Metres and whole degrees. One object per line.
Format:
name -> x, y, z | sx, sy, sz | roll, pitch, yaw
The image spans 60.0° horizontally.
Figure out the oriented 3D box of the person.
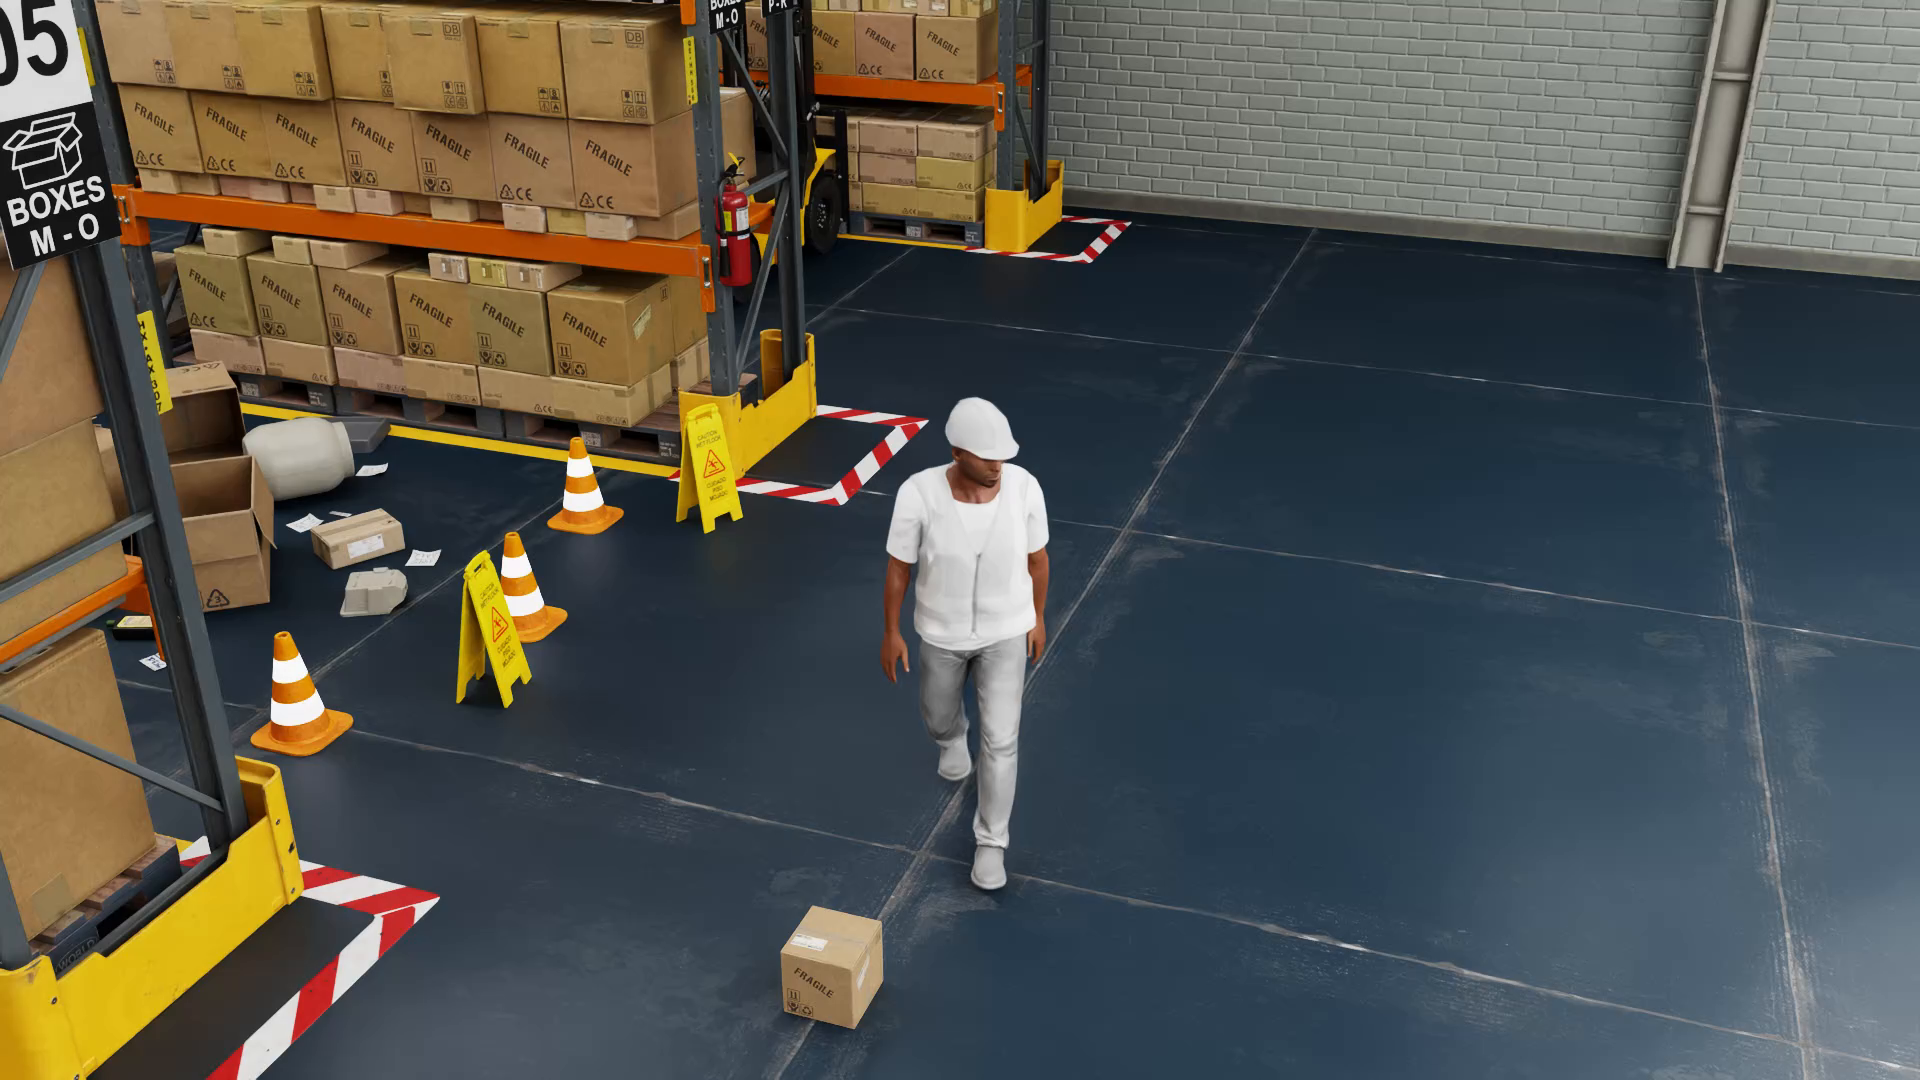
person -> 0.017, 0.308, 5.945 | 0.606, 1.748, 0.927 | 0, 26, 0
